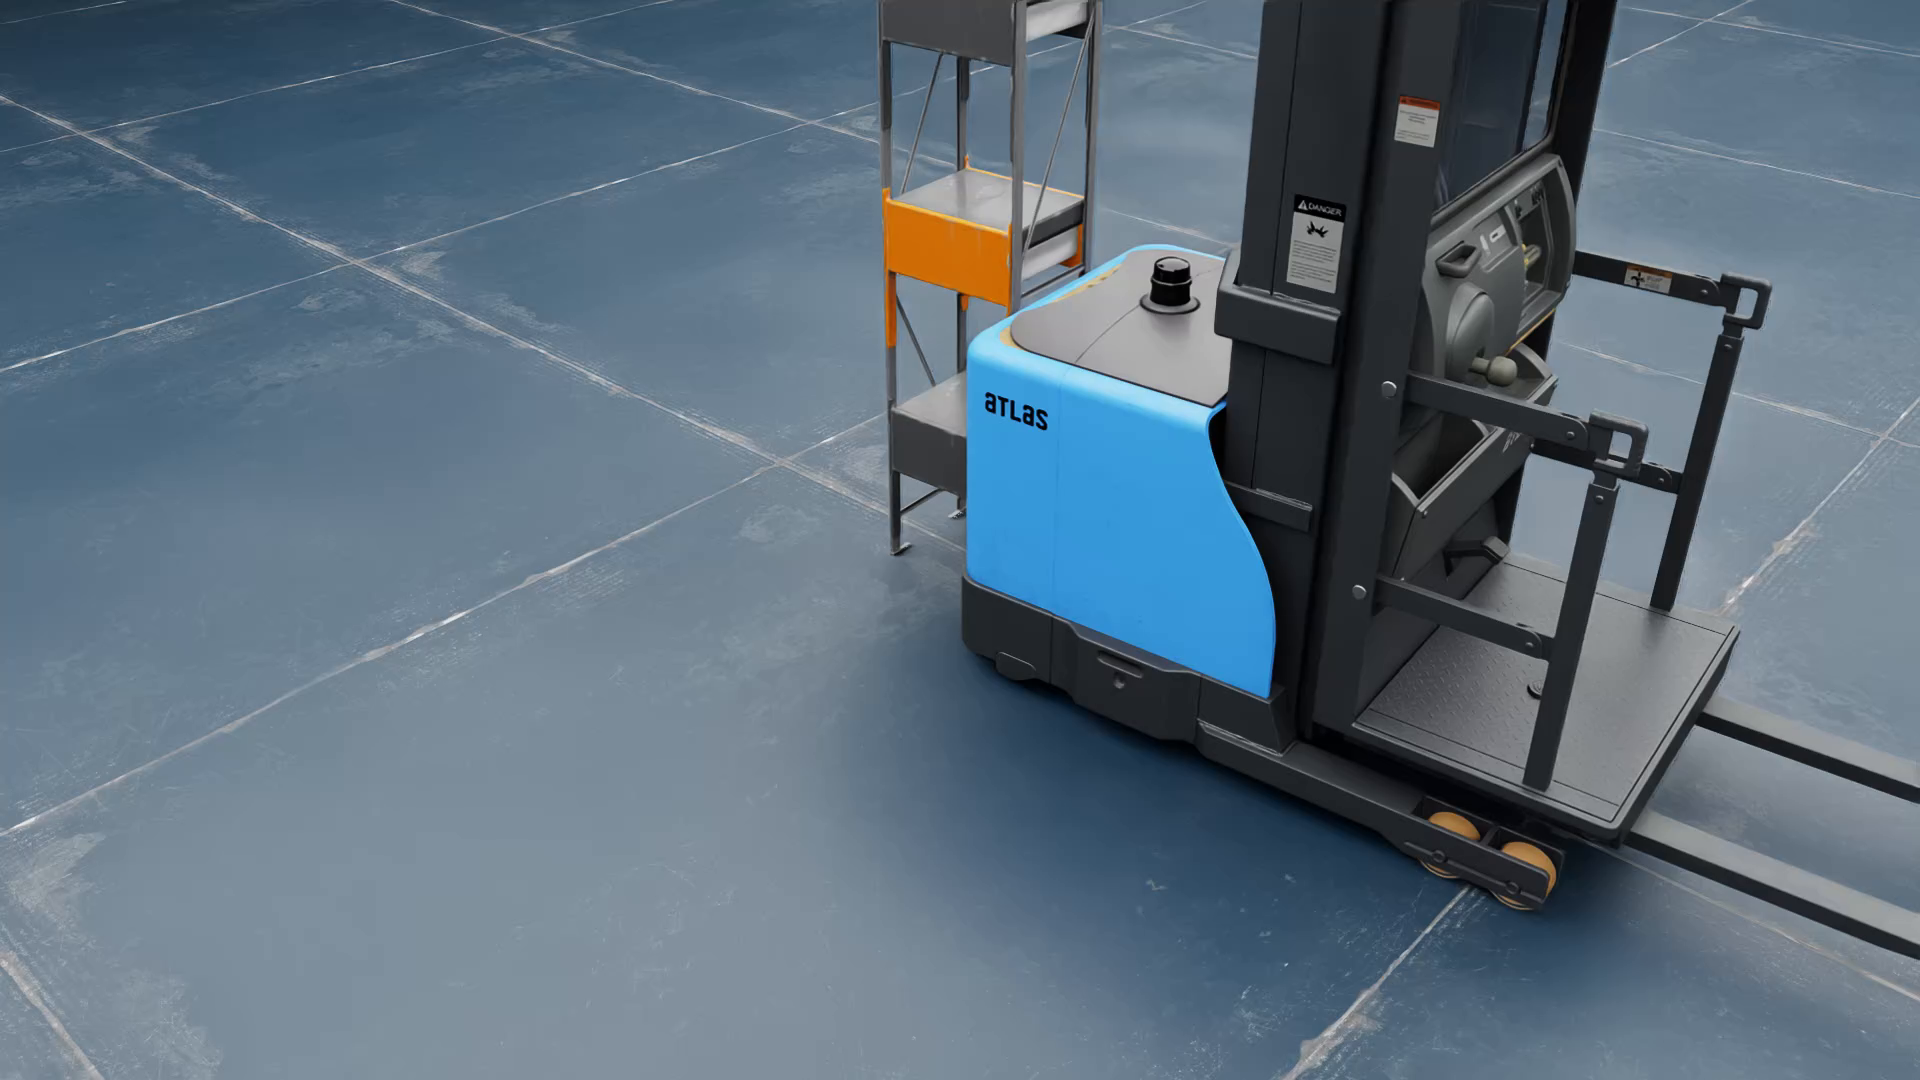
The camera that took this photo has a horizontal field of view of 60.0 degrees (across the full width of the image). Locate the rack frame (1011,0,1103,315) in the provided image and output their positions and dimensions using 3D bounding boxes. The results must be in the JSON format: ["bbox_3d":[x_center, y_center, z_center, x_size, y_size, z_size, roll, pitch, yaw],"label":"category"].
[{"bbox_3d":[0.275,-0.770,4.993,0.015,2.100,0.400,22,38,32],"label":"rack frame"}]

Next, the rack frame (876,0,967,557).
[{"bbox_3d":[-0.108,-0.926,5.252,0.015,2.100,0.400,22,38,32],"label":"rack frame"}]

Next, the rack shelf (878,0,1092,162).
[{"bbox_3d":[0.084,-1.436,4.768,0.480,0.518,0.431,22,38,32],"label":"rack shelf"}]

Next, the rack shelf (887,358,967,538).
[{"bbox_3d":[0.084,-0.237,5.491,0.480,0.518,0.431,22,38,32],"label":"rack shelf"}]

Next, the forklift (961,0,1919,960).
[{"bbox_3d":[1.489,-0.635,3.963,3.031,2.935,1.130,21,37,31],"label":"forklift"}]

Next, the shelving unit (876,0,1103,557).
[{"bbox_3d":[0.084,-0.848,5.122,0.503,2.100,0.431,22,38,32],"label":"shelving unit"}]

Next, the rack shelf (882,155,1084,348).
[{"bbox_3d":[0.084,-0.836,5.129,0.480,0.518,0.431,22,38,32],"label":"rack shelf"}]
